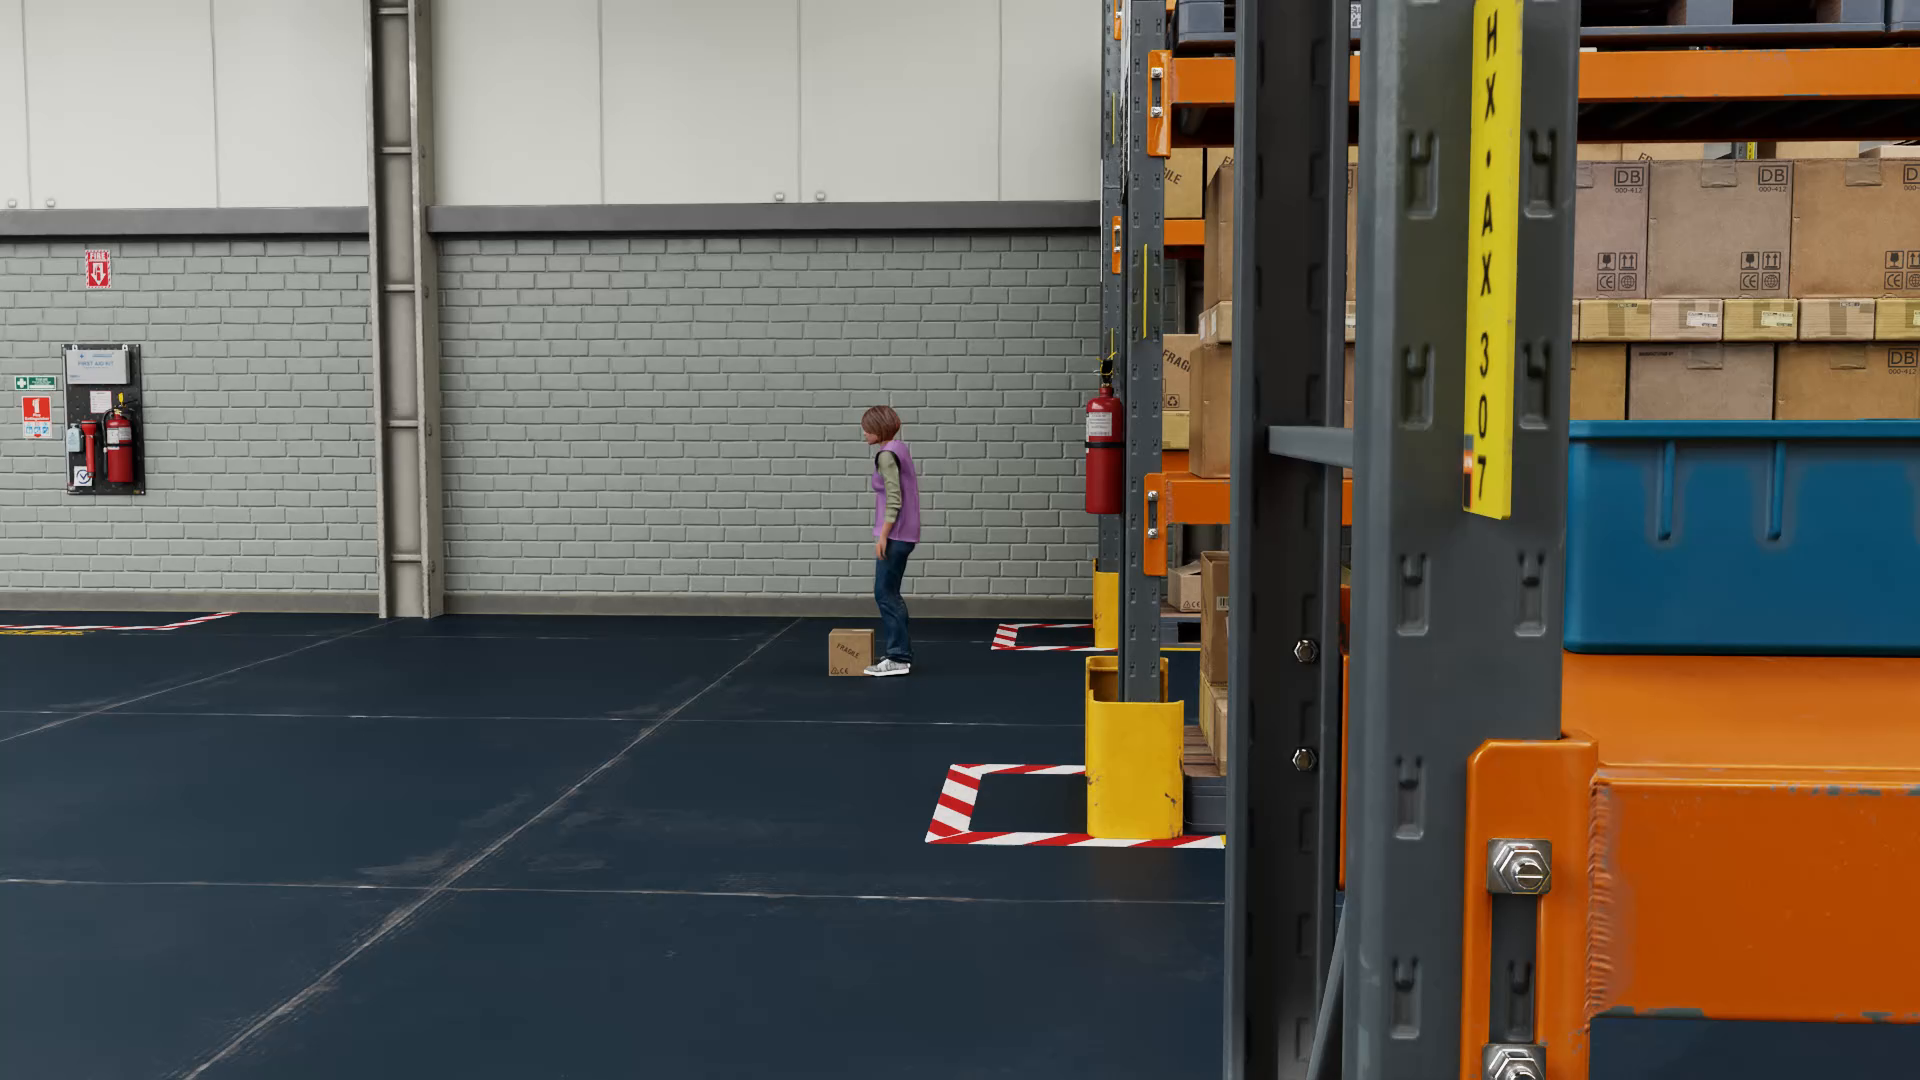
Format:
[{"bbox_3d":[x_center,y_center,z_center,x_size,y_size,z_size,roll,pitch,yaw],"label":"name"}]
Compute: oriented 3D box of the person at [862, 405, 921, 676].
[{"bbox_3d":[-0.405,0.001,9.860,0.344,1.592,0.460,0,4,4],"label":"person"}]
